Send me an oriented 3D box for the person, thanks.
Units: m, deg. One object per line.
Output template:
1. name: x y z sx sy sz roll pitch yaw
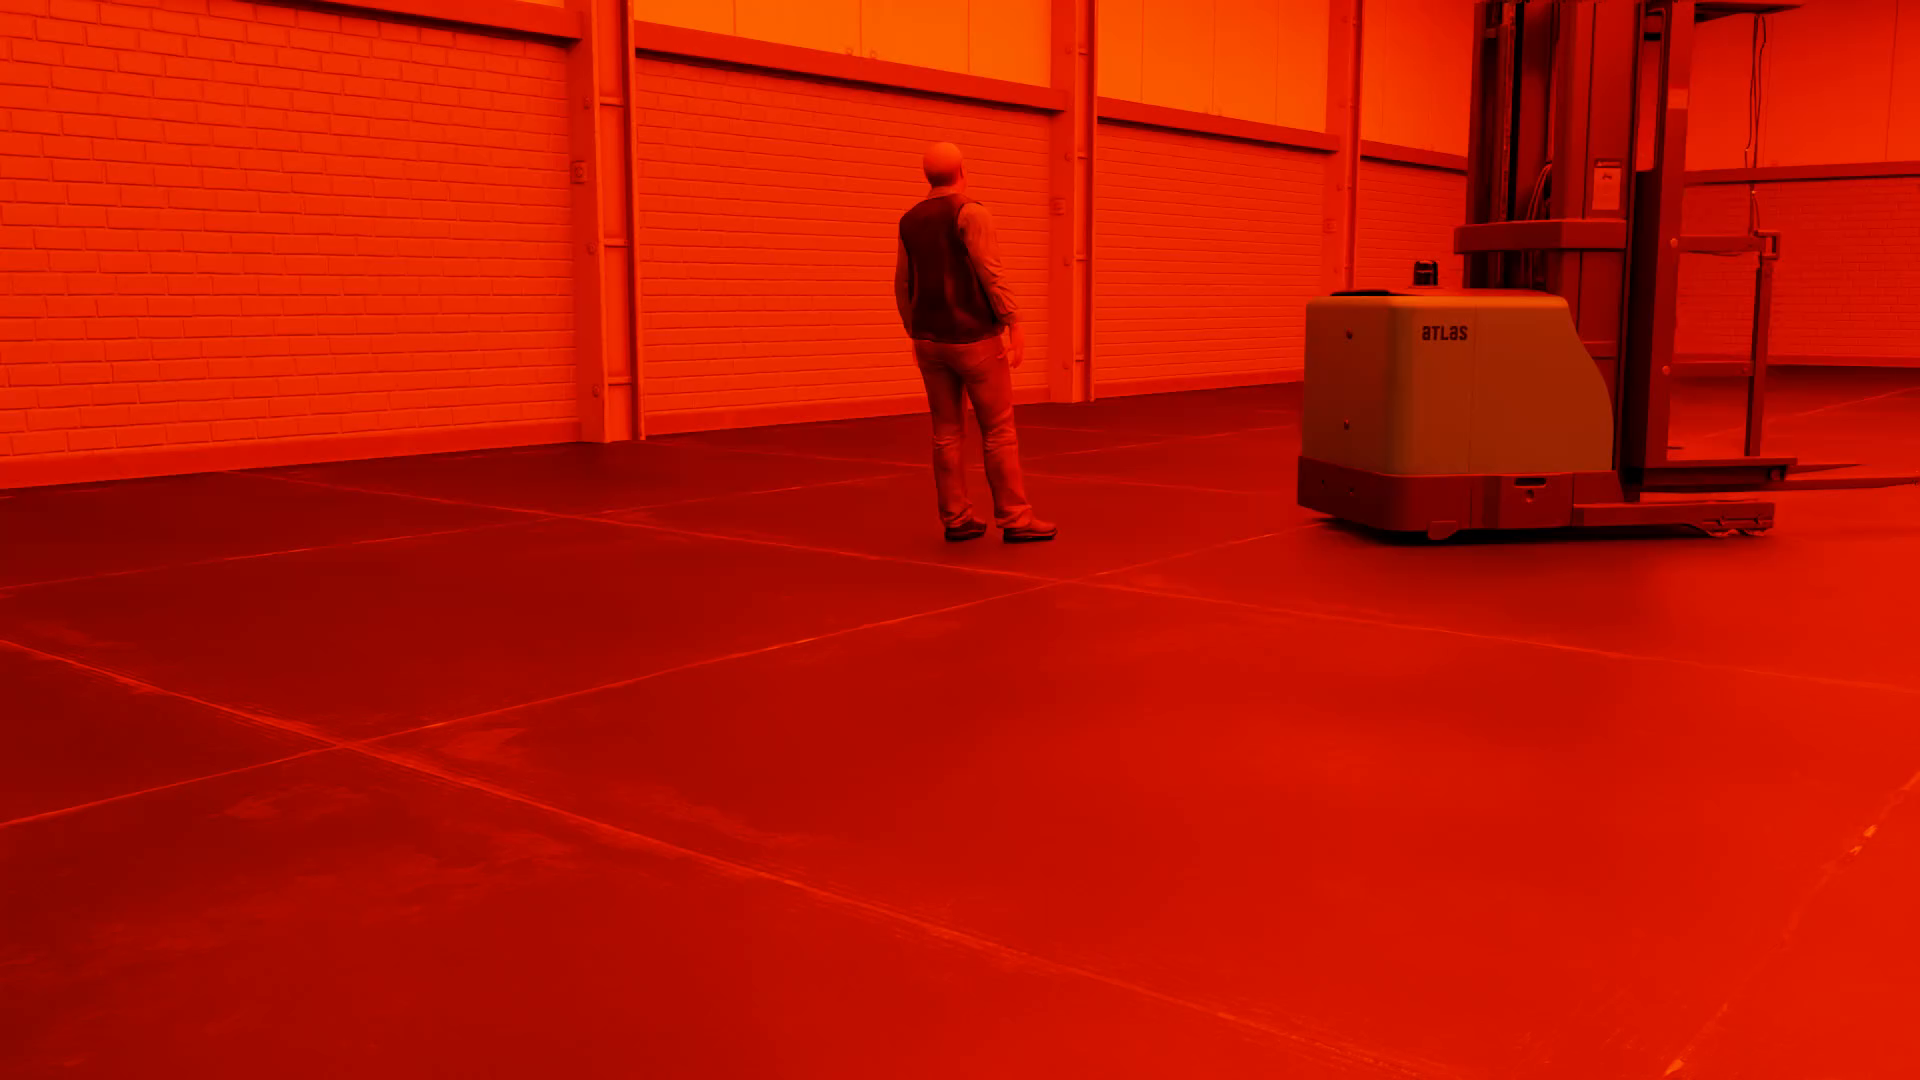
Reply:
1. person: 0.045 -0.865 7.322 0.632 1.720 0.568 7 11 38

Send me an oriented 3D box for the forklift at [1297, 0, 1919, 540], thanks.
1. forklift: 3.209 -1.534 7.762 3.031 2.935 1.130 -2 9 -12
